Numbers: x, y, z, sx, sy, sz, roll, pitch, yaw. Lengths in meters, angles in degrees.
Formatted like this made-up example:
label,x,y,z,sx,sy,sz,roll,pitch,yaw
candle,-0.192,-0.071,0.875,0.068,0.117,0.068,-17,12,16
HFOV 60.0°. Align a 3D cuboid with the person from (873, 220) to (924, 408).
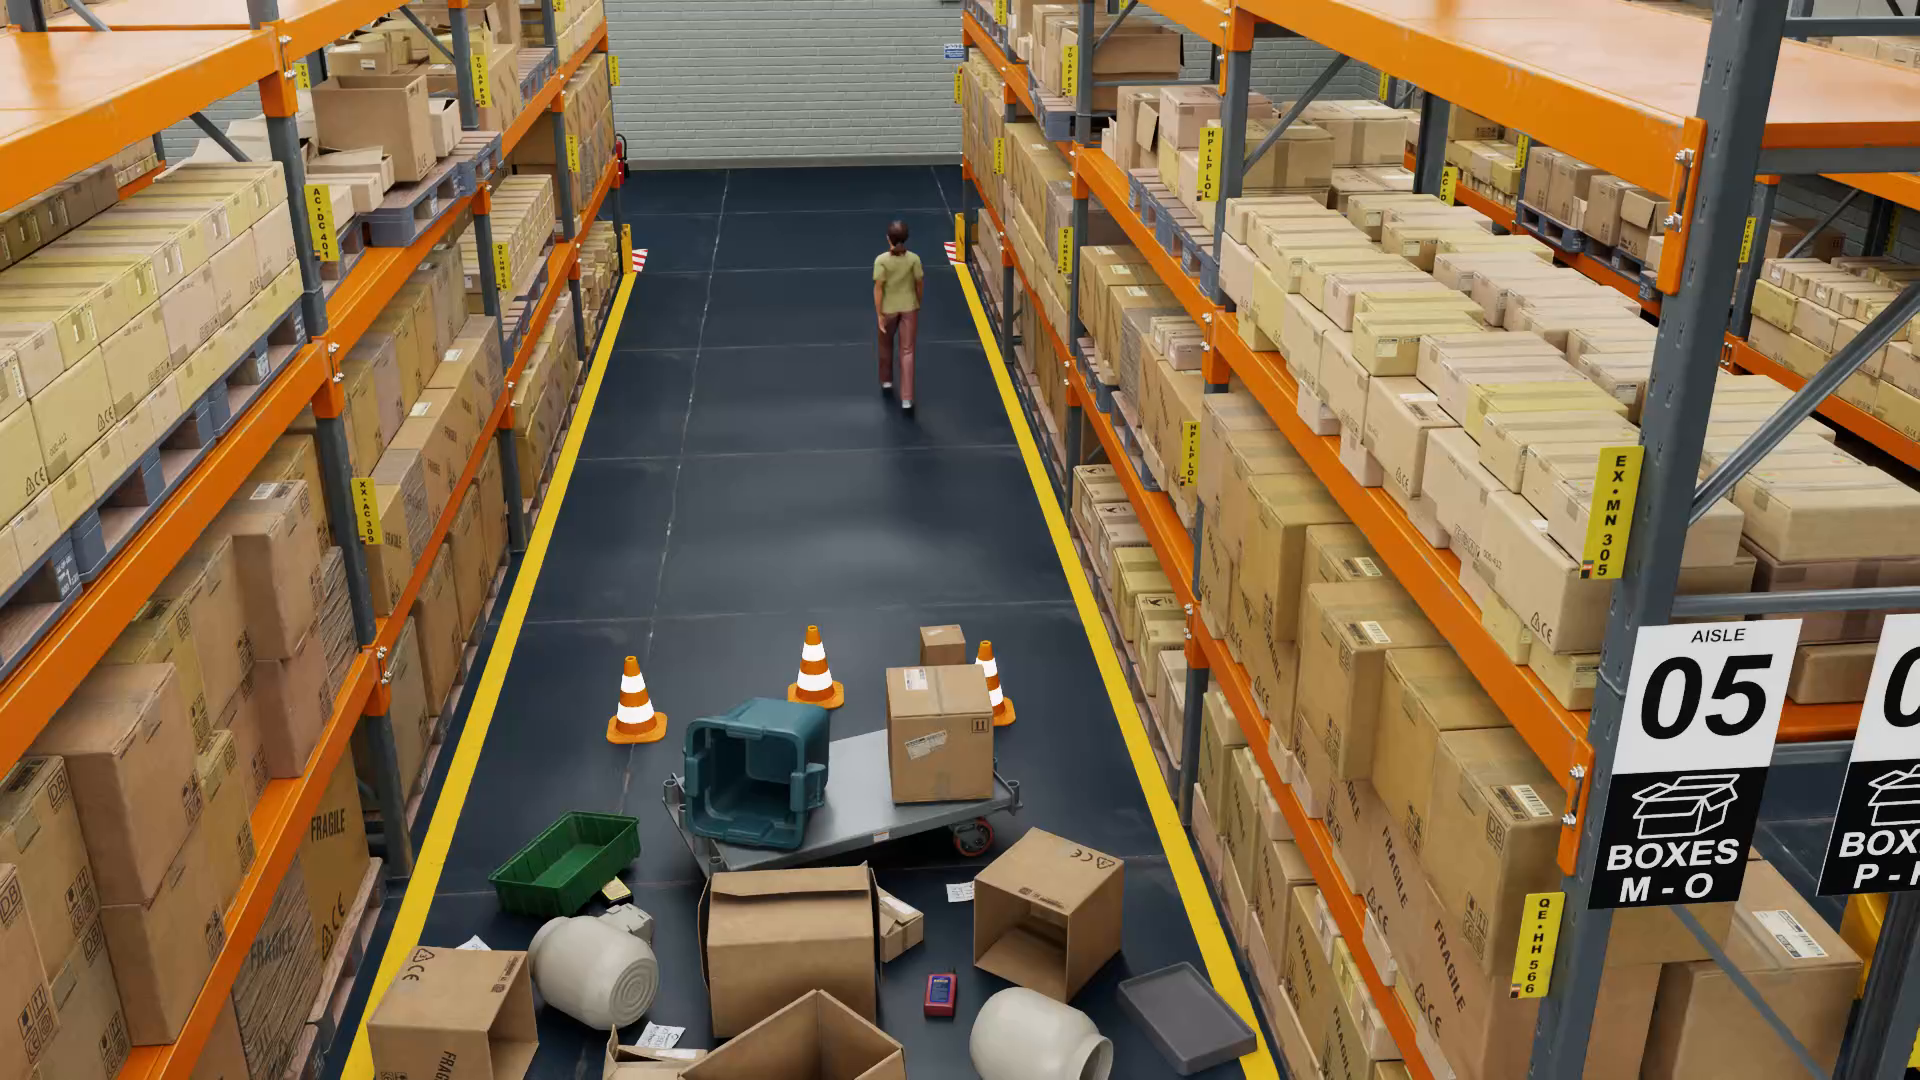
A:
label,x,y,z,sx,sy,sz,roll,pitch,yaw
person,-0.546,-2.056,14.745,0.451,1.611,0.995,-2,24,-4
